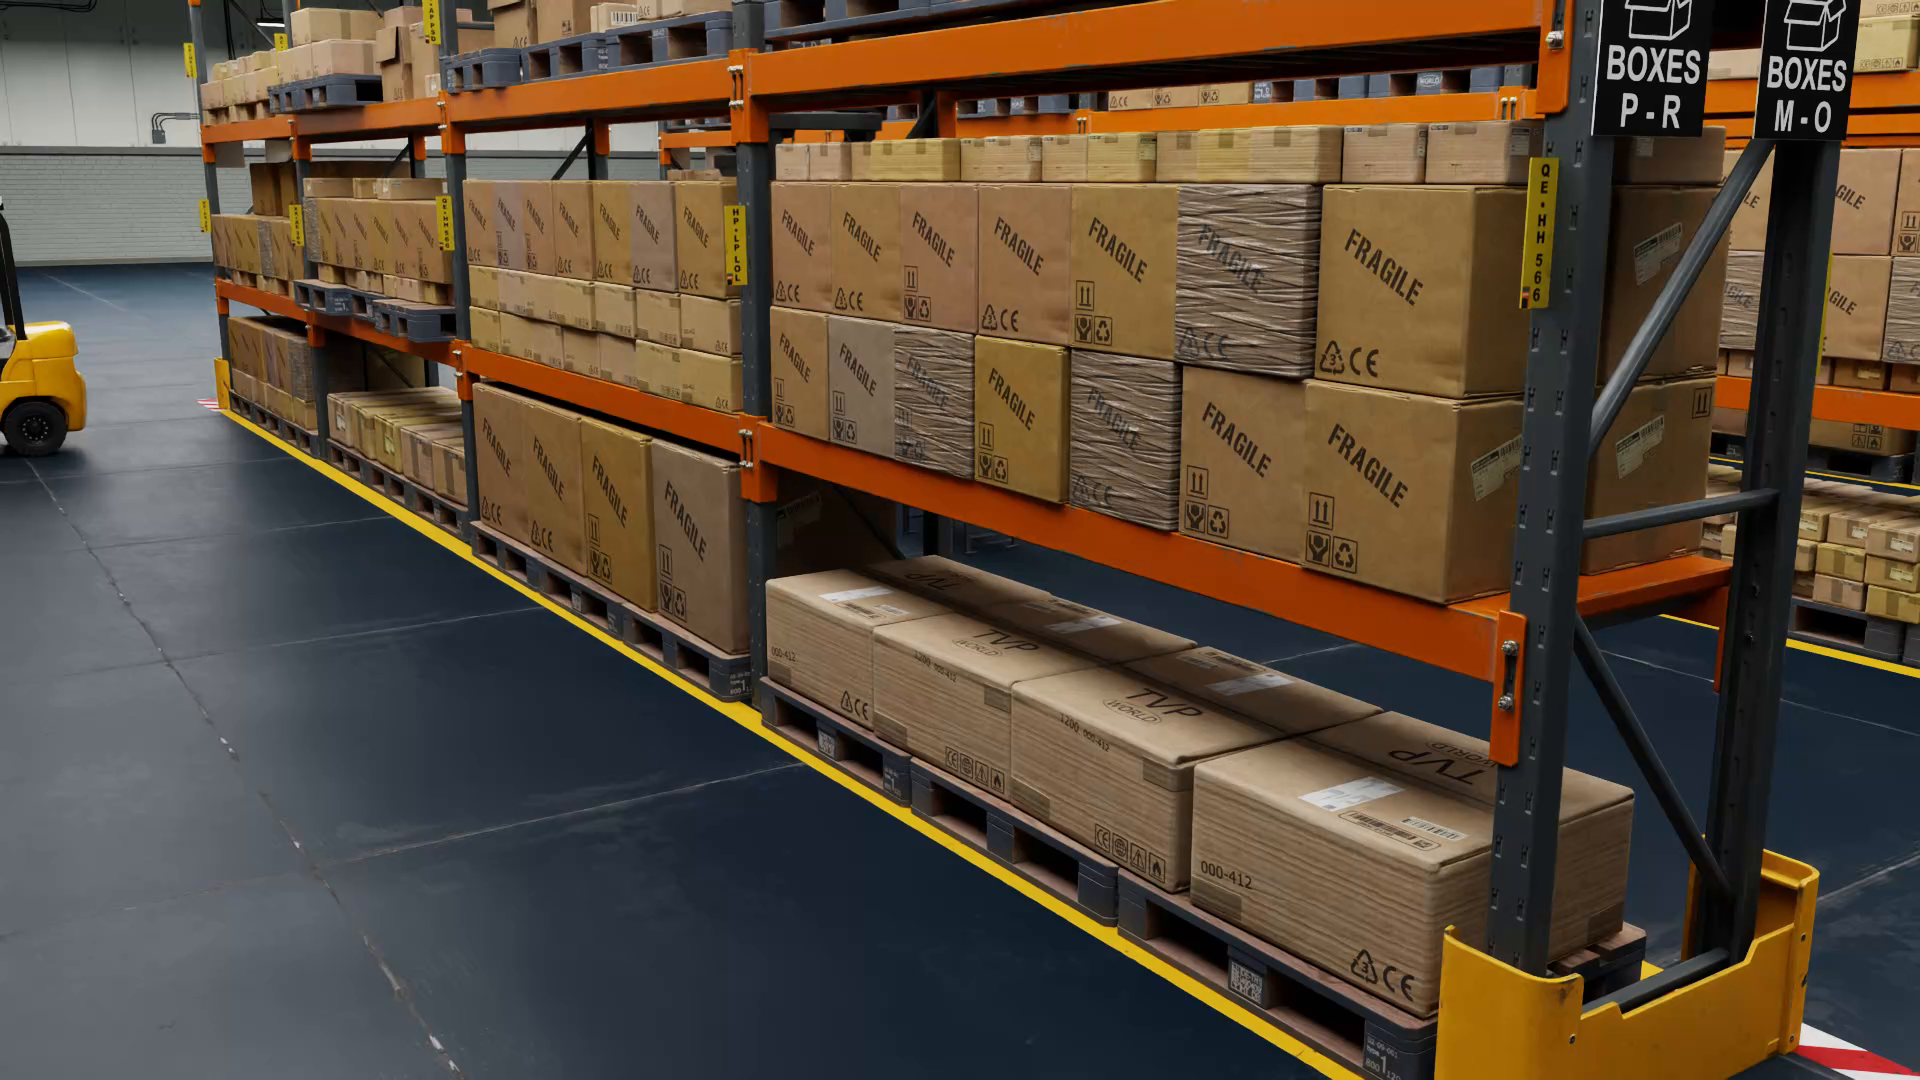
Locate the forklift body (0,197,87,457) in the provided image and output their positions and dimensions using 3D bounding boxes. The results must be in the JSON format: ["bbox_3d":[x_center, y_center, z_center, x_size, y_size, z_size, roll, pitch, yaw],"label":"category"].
[{"bbox_3d":[-8.692,-1.775,13.942,2.313,2.155,1.214,-8,15,-33],"label":"forklift body"}]

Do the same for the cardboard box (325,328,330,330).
[{"bbox_3d":[-5.609,-1.739,15.489,0.500,0.500,0.500,-7,14,-30],"label":"cardboard box"}]

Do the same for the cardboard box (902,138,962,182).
[{"bbox_3d":[0.018,-1.346,5.901,0.380,0.149,0.250,-9,15,-34],"label":"cardboard box"}]

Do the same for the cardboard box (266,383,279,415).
[{"bbox_3d":[-6.047,-1.307,15.270,0.500,0.250,0.500,-8,15,-32],"label":"cardboard box"}]

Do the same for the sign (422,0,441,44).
[{"bbox_3d":[-3.151,-3.130,9.922,0.100,0.325,0.005,-8,15,-33],"label":"sign"}]

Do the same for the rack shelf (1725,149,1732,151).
[{"bbox_3d":[10.476,-6.002,25.948,1.077,0.370,4.000,-8,15,-33],"label":"rack shelf"}]

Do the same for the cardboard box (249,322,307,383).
[{"bbox_3d":[-6.336,-1.764,15.604,0.500,0.500,0.500,-8,15,-32],"label":"cardboard box"}]

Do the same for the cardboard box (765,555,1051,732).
[{"bbox_3d":[-0.224,0.406,6.997,0.875,0.438,0.875,-8,15,-34],"label":"cardboard box"}]

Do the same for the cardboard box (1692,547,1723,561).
[{"bbox_3d":[4.206,0.090,9.118,0.380,0.149,0.250,-9,15,-35],"label":"cardboard box"}]

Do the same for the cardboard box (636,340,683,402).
[{"bbox_3d":[-1.222,-0.832,7.996,0.500,0.250,0.500,-8,15,-34],"label":"cardboard box"}]

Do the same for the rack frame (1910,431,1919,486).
[{"bbox_3d":[7.768,-1.937,12.700,1.000,3.000,0.127,-8,15,-33],"label":"rack frame"}]

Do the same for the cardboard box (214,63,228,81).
[{"bbox_3d":[-6.787,-4.395,15.640,0.380,0.149,0.250,-8,15,-33],"label":"cardboard box"}]

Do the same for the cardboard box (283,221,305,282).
[{"bbox_3d":[-5.368,-2.431,14.027,0.500,0.500,0.500,-9,15,-34],"label":"cardboard box"}]

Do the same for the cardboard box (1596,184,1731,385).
[{"bbox_3d":[1.705,-0.710,4.510,0.500,0.500,0.500,-8,15,-34],"label":"cardboard box"}]

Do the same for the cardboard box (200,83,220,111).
[{"bbox_3d":[-7.074,-4.315,16.206,0.500,0.250,0.500,-8,15,-34],"label":"cardboard box"}]

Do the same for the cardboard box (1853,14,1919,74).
[{"bbox_3d":[4.463,-2.371,8.010,0.500,0.250,0.500,-7,14,-30],"label":"cardboard box"}]

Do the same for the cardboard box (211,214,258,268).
[{"bbox_3d":[-7.099,-2.976,16.518,0.500,0.500,0.500,-8,15,-34],"label":"cardboard box"}]

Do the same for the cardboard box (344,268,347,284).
[{"bbox_3d":[-4.520,-2.047,12.807,0.380,0.149,0.250,-7,14,-29],"label":"cardboard box"}]

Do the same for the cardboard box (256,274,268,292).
[{"bbox_3d":[-6.202,-2.356,15.204,0.380,0.149,0.250,-8,15,-32],"label":"cardboard box"}]

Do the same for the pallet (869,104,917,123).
[{"bbox_3d":[-0.301,-4.006,15.585,0.805,0.209,1.217,-9,15,-35],"label":"pallet"}]

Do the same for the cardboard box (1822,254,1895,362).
[{"bbox_3d":[4.498,-1.172,8.268,0.500,0.500,0.500,-7,14,-30],"label":"cardboard box"}]

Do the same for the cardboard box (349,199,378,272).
[{"bbox_3d":[-4.060,-2.201,11.990,0.500,0.500,0.500,-9,15,-35],"label":"cardboard box"}]

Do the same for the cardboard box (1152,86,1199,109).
[{"bbox_3d":[1.744,-3.373,12.009,0.500,0.500,0.500,-8,15,-33],"label":"cardboard box"}]

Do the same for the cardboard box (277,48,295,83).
[{"bbox_3d":[-4.925,-3.633,12.801,0.500,0.250,0.500,-9,15,-34],"label":"cardboard box"}]

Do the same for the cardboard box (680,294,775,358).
[{"bbox_3d":[-0.929,-0.985,7.526,0.500,0.250,0.500,-8,15,-33],"label":"cardboard box"}]

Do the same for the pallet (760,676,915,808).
[{"bbox_3d":[-0.126,0.742,6.974,1.003,0.211,1.213,-8,15,-33],"label":"pallet"}]

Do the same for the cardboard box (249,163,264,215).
[{"bbox_3d":[-6.666,-3.516,16.649,0.700,0.500,0.500,-9,15,-34],"label":"cardboard box"}]

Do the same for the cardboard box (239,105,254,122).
[{"bbox_3d":[-6.318,-3.872,15.115,0.380,0.149,0.250,-9,15,-34],"label":"cardboard box"}]

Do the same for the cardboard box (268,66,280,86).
[{"bbox_3d":[-5.384,-3.772,13.721,0.500,0.250,0.500,-8,15,-33],"label":"cardboard box"}]

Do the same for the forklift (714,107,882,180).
[{"bbox_3d":[-1.318,-2.073,13.482,1.130,2.935,3.031,-6,14,-24],"label":"forklift"}]

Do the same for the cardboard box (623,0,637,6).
[{"bbox_3d":[-1.481,-2.916,8.937,0.500,0.500,0.500,-8,15,-32],"label":"cardboard box"}]

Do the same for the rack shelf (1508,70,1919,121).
[{"bbox_3d":[4.691,-2.127,8.228,1.077,0.370,4.000,-8,15,-33],"label":"rack shelf"}]

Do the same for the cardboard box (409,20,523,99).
[{"bbox_3d":[-3.215,-3.160,11.035,0.700,0.500,0.500,-8,15,-33],"label":"cardboard box"}]

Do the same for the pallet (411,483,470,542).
[{"bbox_3d":[-3.130,-0.253,11.524,1.003,0.211,1.213,-8,15,-33],"label":"pallet"}]

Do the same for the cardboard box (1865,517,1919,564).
[{"bbox_3d":[4.668,-0.001,8.145,0.380,0.149,0.250,-7,14,-31],"label":"cardboard box"}]

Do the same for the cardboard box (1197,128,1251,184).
[{"bbox_3d":[0.889,-1.075,4.665,0.380,0.149,0.250,-8,15,-31],"label":"cardboard box"}]

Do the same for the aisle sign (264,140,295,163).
[{"bbox_3d":[-6.924,-4.214,17.025,0.394,0.787,0.004,-8,15,-33],"label":"aisle sign"}]

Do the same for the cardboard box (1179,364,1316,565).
[{"bbox_3d":[0.981,-0.247,4.738,0.500,0.500,0.500,-8,15,-34],"label":"cardboard box"}]

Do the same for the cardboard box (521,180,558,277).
[{"bbox_3d":[-2.072,-1.716,9.111,0.500,0.500,0.500,-8,14,-31],"label":"cardboard box"}]

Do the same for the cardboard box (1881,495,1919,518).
[{"bbox_3d":[5.046,-0.125,8.711,0.380,0.149,0.250,-8,15,-32],"label":"cardboard box"}]

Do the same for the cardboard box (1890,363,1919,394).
[{"bbox_3d":[4.742,-0.798,8.079,0.380,0.149,0.250,-9,15,-35],"label":"cardboard box"}]

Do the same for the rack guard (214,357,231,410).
[{"bbox_3d":[-7.089,-1.664,17.301,1.175,0.500,0.348,-8,15,-33],"label":"rack guard"}]

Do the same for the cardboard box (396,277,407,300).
[{"bbox_3d":[-3.594,-1.713,11.279,0.380,0.149,0.250,-9,15,-35],"label":"cardboard box"}]

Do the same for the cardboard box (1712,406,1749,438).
[{"bbox_3d":[6.901,-1.375,14.118,1.225,0.875,0.875,-9,15,-35],"label":"cardboard box"}]

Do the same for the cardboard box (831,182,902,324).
[{"bbox_3d":[-0.145,-1.098,6.286,0.500,0.500,0.500,-8,15,-33],"label":"cardboard box"}]

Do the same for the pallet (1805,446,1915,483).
[{"bbox_3d":[7.277,-0.704,13.585,1.003,0.211,1.213,-8,15,-33],"label":"pallet"}]

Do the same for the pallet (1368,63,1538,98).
[{"bbox_3d":[3.329,-2.864,10.357,1.213,0.211,1.003,-8,15,-33],"label":"pallet"}]

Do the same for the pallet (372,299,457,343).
[{"bbox_3d":[-3.182,-1.496,11.132,1.213,0.211,1.003,-8,15,-33],"label":"pallet"}]

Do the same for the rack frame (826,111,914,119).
[{"bbox_3d":[-0.850,-2.791,16.604,1.000,3.000,0.127,-8,15,-33],"label":"rack frame"}]

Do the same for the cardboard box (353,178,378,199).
[{"bbox_3d":[-4.261,-2.597,12.284,0.380,0.149,0.250,-7,14,-30],"label":"cardboard box"}]

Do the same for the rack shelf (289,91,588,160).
[{"bbox_3d":[-3.807,-2.946,11.972,1.077,0.370,4.000,-8,15,-33],"label":"rack shelf"}]

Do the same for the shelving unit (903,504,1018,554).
[{"bbox_3d":[-0.004,-0.734,10.707,0.431,1.500,0.755,-8,15,-33],"label":"shelving unit"}]

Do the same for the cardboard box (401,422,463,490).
[{"bbox_3d":[-3.419,-0.629,11.886,0.950,0.372,0.625,-8,15,-34],"label":"cardboard box"}]

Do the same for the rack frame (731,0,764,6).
[{"bbox_3d":[-0.482,-3.695,6.695,1.000,3.000,0.127,-8,15,-33],"label":"rack frame"}]

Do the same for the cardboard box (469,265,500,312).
[{"bbox_3d":[-2.623,-1.528,10.006,0.500,0.250,0.500,-8,15,-33],"label":"cardboard box"}]
